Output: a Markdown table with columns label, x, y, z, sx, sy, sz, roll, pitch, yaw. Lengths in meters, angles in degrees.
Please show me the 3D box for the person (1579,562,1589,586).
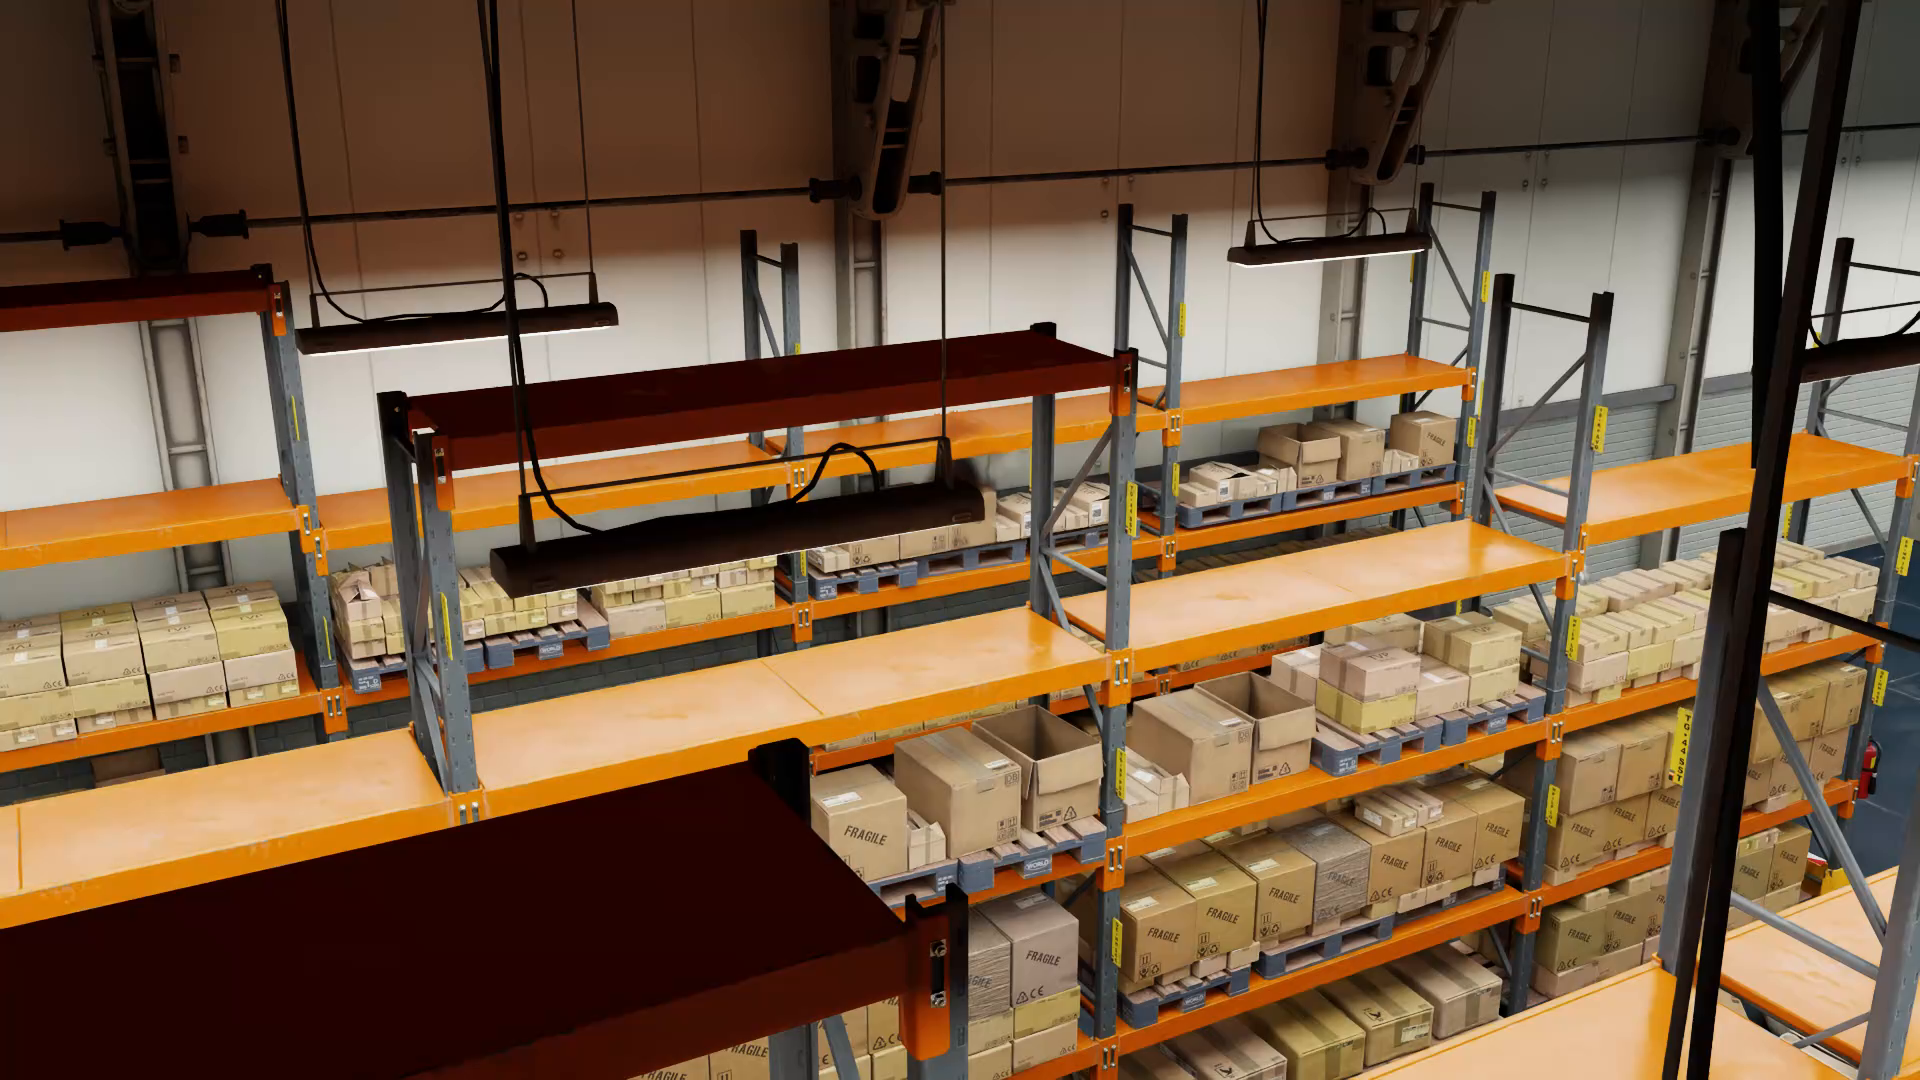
| label | x | y | z | sx | sy | sz | roll | pitch | yaw |
| --- | --- | --- | --- | --- | --- | --- | --- | --- | --- |
| person | 7.527 | 0.808 | 20.530 | 0.471 | 1.619 | 0.350 | -11 | 21 | -30 |
